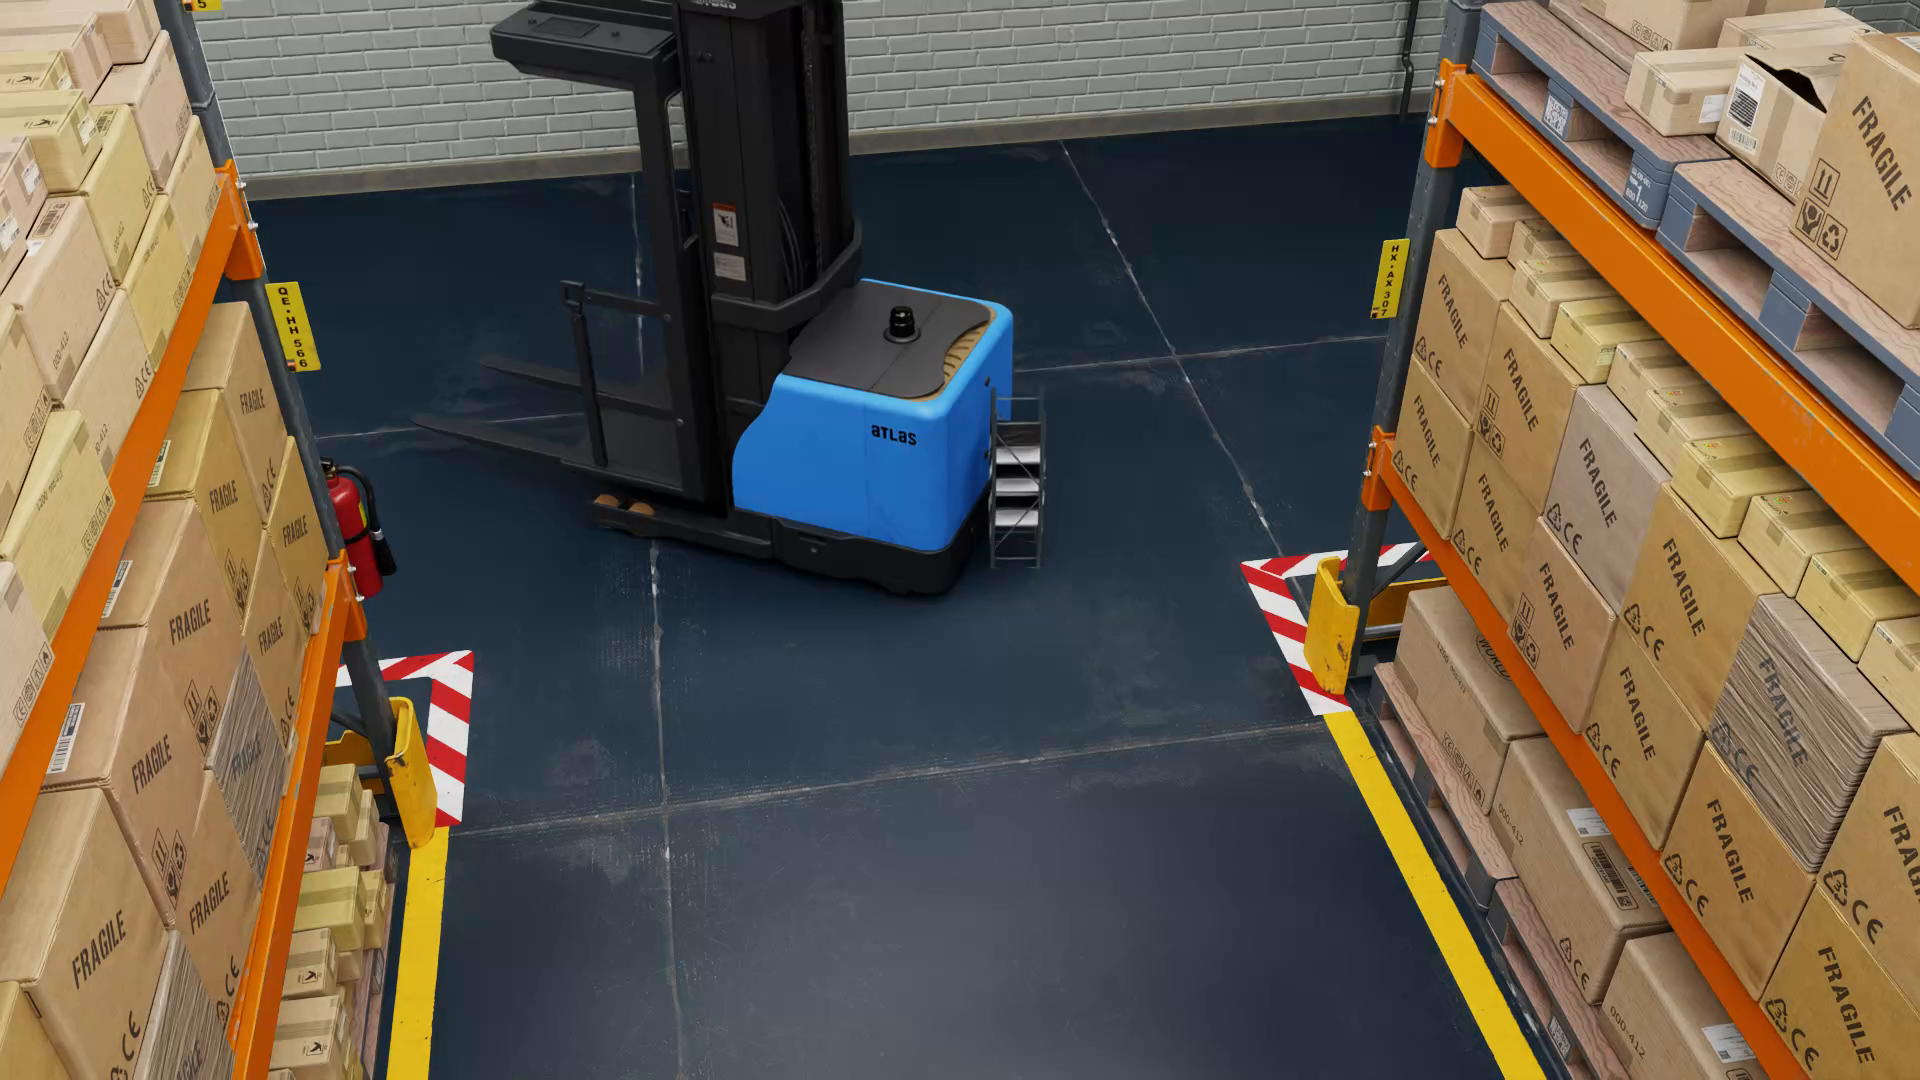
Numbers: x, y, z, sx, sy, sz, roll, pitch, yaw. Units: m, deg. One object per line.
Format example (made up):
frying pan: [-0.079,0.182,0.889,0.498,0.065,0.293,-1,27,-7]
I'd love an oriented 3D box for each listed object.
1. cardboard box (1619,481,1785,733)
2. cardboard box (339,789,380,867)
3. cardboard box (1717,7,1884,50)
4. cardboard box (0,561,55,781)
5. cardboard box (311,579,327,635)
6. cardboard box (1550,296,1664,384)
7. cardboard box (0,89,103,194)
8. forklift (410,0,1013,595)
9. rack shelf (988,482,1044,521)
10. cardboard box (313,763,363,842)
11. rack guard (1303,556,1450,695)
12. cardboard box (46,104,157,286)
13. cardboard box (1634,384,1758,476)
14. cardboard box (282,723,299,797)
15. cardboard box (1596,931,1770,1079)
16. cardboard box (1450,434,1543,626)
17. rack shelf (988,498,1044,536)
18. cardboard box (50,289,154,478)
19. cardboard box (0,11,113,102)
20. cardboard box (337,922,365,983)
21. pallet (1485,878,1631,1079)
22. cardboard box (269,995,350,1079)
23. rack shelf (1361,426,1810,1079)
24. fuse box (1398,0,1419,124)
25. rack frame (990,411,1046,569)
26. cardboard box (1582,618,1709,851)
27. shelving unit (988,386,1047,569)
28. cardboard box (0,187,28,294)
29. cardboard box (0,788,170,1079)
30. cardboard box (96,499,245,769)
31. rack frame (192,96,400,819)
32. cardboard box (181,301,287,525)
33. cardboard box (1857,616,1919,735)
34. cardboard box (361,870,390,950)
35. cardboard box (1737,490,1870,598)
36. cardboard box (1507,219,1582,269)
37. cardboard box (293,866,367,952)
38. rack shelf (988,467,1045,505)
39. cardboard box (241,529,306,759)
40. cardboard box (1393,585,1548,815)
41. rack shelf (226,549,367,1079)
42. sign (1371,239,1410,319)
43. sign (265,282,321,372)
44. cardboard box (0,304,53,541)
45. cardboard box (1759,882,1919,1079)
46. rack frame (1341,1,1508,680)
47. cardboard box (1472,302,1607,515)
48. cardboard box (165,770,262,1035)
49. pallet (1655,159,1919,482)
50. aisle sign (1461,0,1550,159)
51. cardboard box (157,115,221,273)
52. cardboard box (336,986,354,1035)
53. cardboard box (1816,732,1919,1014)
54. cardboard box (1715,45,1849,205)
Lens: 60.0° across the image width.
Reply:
cardboard box: [2.234,0.157,4.606,0.500,0.500,0.500,-6,38,-8]
cardboard box: [-2.336,1.072,6.063,0.380,0.149,0.250,-7,38,-9]
cardboard box: [2.466,-1.435,4.889,0.380,0.149,0.250,-9,39,-11]
cardboard box: [-1.998,0.306,2.988,0.500,0.250,0.500,-5,38,-6]
cardboard box: [-2.374,0.208,5.642,0.380,0.149,0.250,-6,38,-8]
cardboard box: [2.049,-0.621,5.079,0.380,0.149,0.250,-7,38,-9]
cardboard box: [-2.216,-0.907,3.817,0.380,0.149,0.250,-6,38,-7]
forklift: [-1.307,-1.461,7.642,3.031,2.935,1.130,13,40,16]
rack shelf: [0.264,-0.184,7.854,0.258,0.077,0.200,-1,38,-1]
cardboard box: [-2.367,0.959,5.967,0.380,0.149,0.250,-6,38,-7]
rack guard: [2.142,0.321,7.329,1.175,0.500,0.348,-6,38,-8]
cardboard box: [-2.287,-0.821,4.032,0.500,0.250,0.500,-7,38,-9]
cardboard box: [2.149,-0.313,4.682,0.380,0.149,0.250,-6,38,-8]
cardboard box: [-2.241,0.663,5.056,0.380,0.149,0.250,-5,38,-7]
cardboard box: [2.686,1.679,5.290,0.875,0.438,0.875,-7,38,-9]
cardboard box: [2.064,-0.068,5.711,0.500,0.500,0.500,-7,38,-9]
rack shelf: [0.264,-0.112,7.909,0.258,0.077,0.200,-1,38,-1]
cardboard box: [-2.199,-0.329,3.805,0.500,0.250,0.500,-5,38,-6]
cardboard box: [-2.394,-1.212,4.210,0.380,0.149,0.250,-6,38,-7]
cardboard box: [-2.243,1.386,5.660,0.380,0.149,0.250,-8,39,-10]
pallet: [2.574,1.659,5.842,1.003,0.211,1.213,-6,38,-8]
cardboard box: [-2.124,1.580,5.168,0.380,0.149,0.250,-5,38,-6]
rack shelf: [2.497,0.841,5.209,1.077,0.370,4.000,-6,38,-8]
fuse box: [3.228,-3.684,11.497,0.539,1.711,0.414,-6,38,-8]
rack frame: [0.265,-0.219,7.698,0.240,0.900,0.006,-1,38,-1]
cardboard box: [2.240,0.542,4.926,0.500,0.500,0.500,-5,38,-6]
shelving unit: [0.264,-0.281,7.778,0.258,0.900,0.210,-1,38,-1]
cardboard box: [-2.168,-0.592,3.412,0.380,0.149,0.250,-5,38,-7]
cardboard box: [-2.011,0.888,3.423,0.500,0.500,0.500,-6,38,-7]
cardboard box: [-2.195,0.259,4.233,0.500,0.500,0.500,-4,38,-6]
rack frame: [-2.709,-0.058,5.780,1.000,3.000,0.127,-6,38,-8]
cardboard box: [-2.384,-0.360,5.030,0.500,0.500,0.500,-7,38,-9]
cardboard box: [2.365,0.301,3.892,0.380,0.149,0.250,-7,38,-8]
cardboard box: [-2.267,1.342,5.959,0.380,0.149,0.250,-5,38,-7]
cardboard box: [2.260,-0.004,4.284,0.380,0.149,0.250,-6,38,-8]
cardboard box: [2.052,-0.947,5.499,0.380,0.149,0.250,-5,38,-7]
cardboard box: [-2.209,1.260,5.579,0.380,0.149,0.250,-7,38,-9]
rack shelf: [0.264,-0.255,7.798,0.258,0.077,0.200,-1,38,-1]
cardboard box: [-2.292,0.340,4.943,0.500,0.500,0.500,-7,38,-9]
cardboard box: [2.360,0.582,6.702,0.875,0.438,0.875,-7,38,-9]
rack shelf: [-2.359,1.434,4.446,1.077,0.370,4.000,-6,38,-8]
sign: [1.599,-0.969,6.182,0.100,0.325,0.005,-6,38,-8]
sign: [-2.160,-0.688,5.389,0.100,0.325,0.005,-6,38,-8]
cardboard box: [-2.123,-0.206,3.239,0.500,0.250,0.500,-8,39,-10]
cardboard box: [2.419,1.162,4.128,0.500,0.500,0.500,-7,38,-9]
rack frame: [2.146,-0.652,6.544,1.000,3.000,0.127,-6,38,-8]
cardboard box: [2.047,-0.454,5.393,0.500,0.500,0.500,-7,38,-9]
cardboard box: [-2.116,0.948,4.161,0.500,0.500,0.500,-4,38,-6]
pallet: [2.504,-0.616,4.125,1.003,0.211,1.213,-6,38,-8]
aisle sign: [1.848,-1.690,5.762,0.394,0.787,0.004,-6,38,-8]
cardboard box: [-2.369,-0.937,4.589,0.500,0.250,0.500,-7,38,-9]
cardboard box: [-2.249,1.658,5.552,0.380,0.149,0.250,-6,38,-7]
cardboard box: [2.412,0.767,3.821,0.500,0.500,0.500,-7,38,-9]
cardboard box: [2.359,-1.097,4.321,0.500,0.311,0.500,-6,38,-7]
